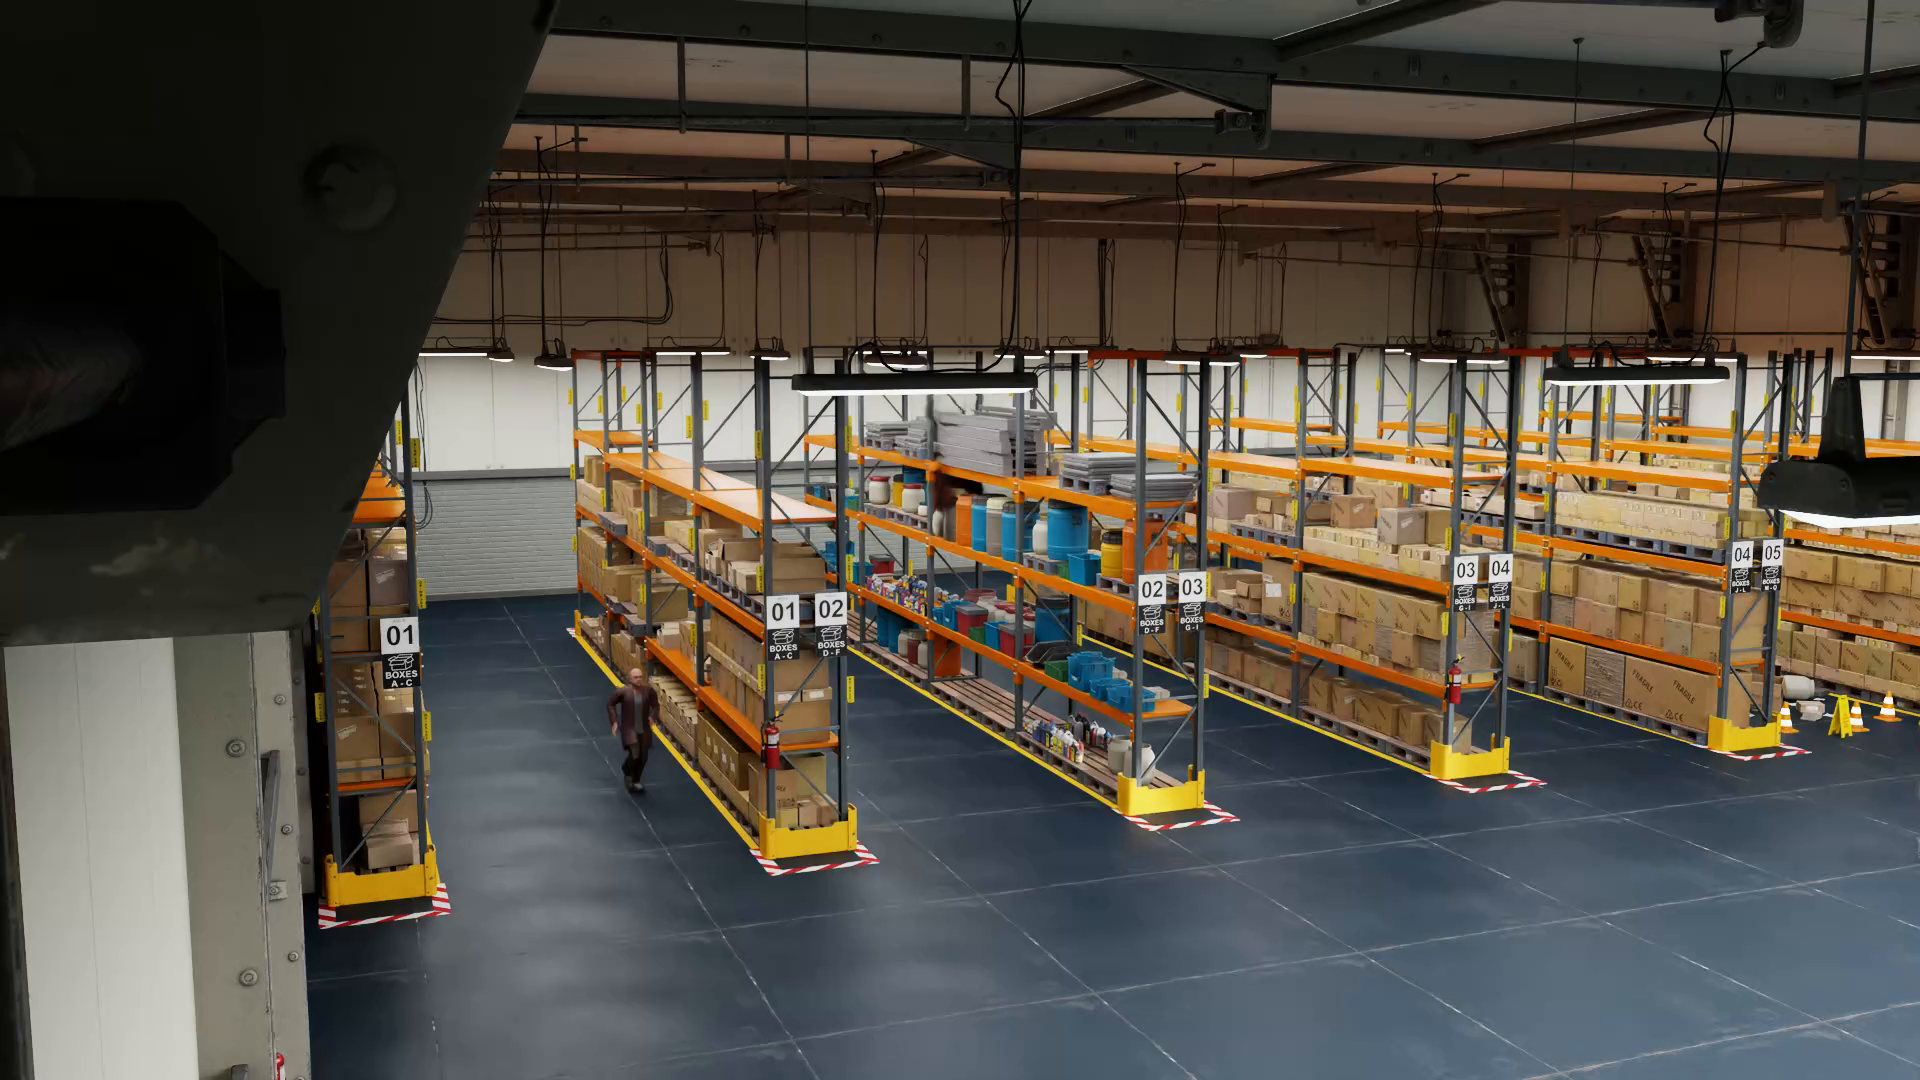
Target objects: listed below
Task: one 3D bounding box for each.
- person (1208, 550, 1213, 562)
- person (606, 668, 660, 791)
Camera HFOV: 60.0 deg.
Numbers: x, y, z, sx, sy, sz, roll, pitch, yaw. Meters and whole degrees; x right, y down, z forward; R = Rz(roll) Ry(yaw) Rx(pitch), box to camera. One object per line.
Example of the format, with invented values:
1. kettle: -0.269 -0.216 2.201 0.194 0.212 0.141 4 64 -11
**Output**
1. person: 6.171 0.363 41.601 0.657 1.593 0.741 -1 7 -7
2. person: -4.448 2.626 22.870 0.687 1.733 0.742 -4 8 -28
